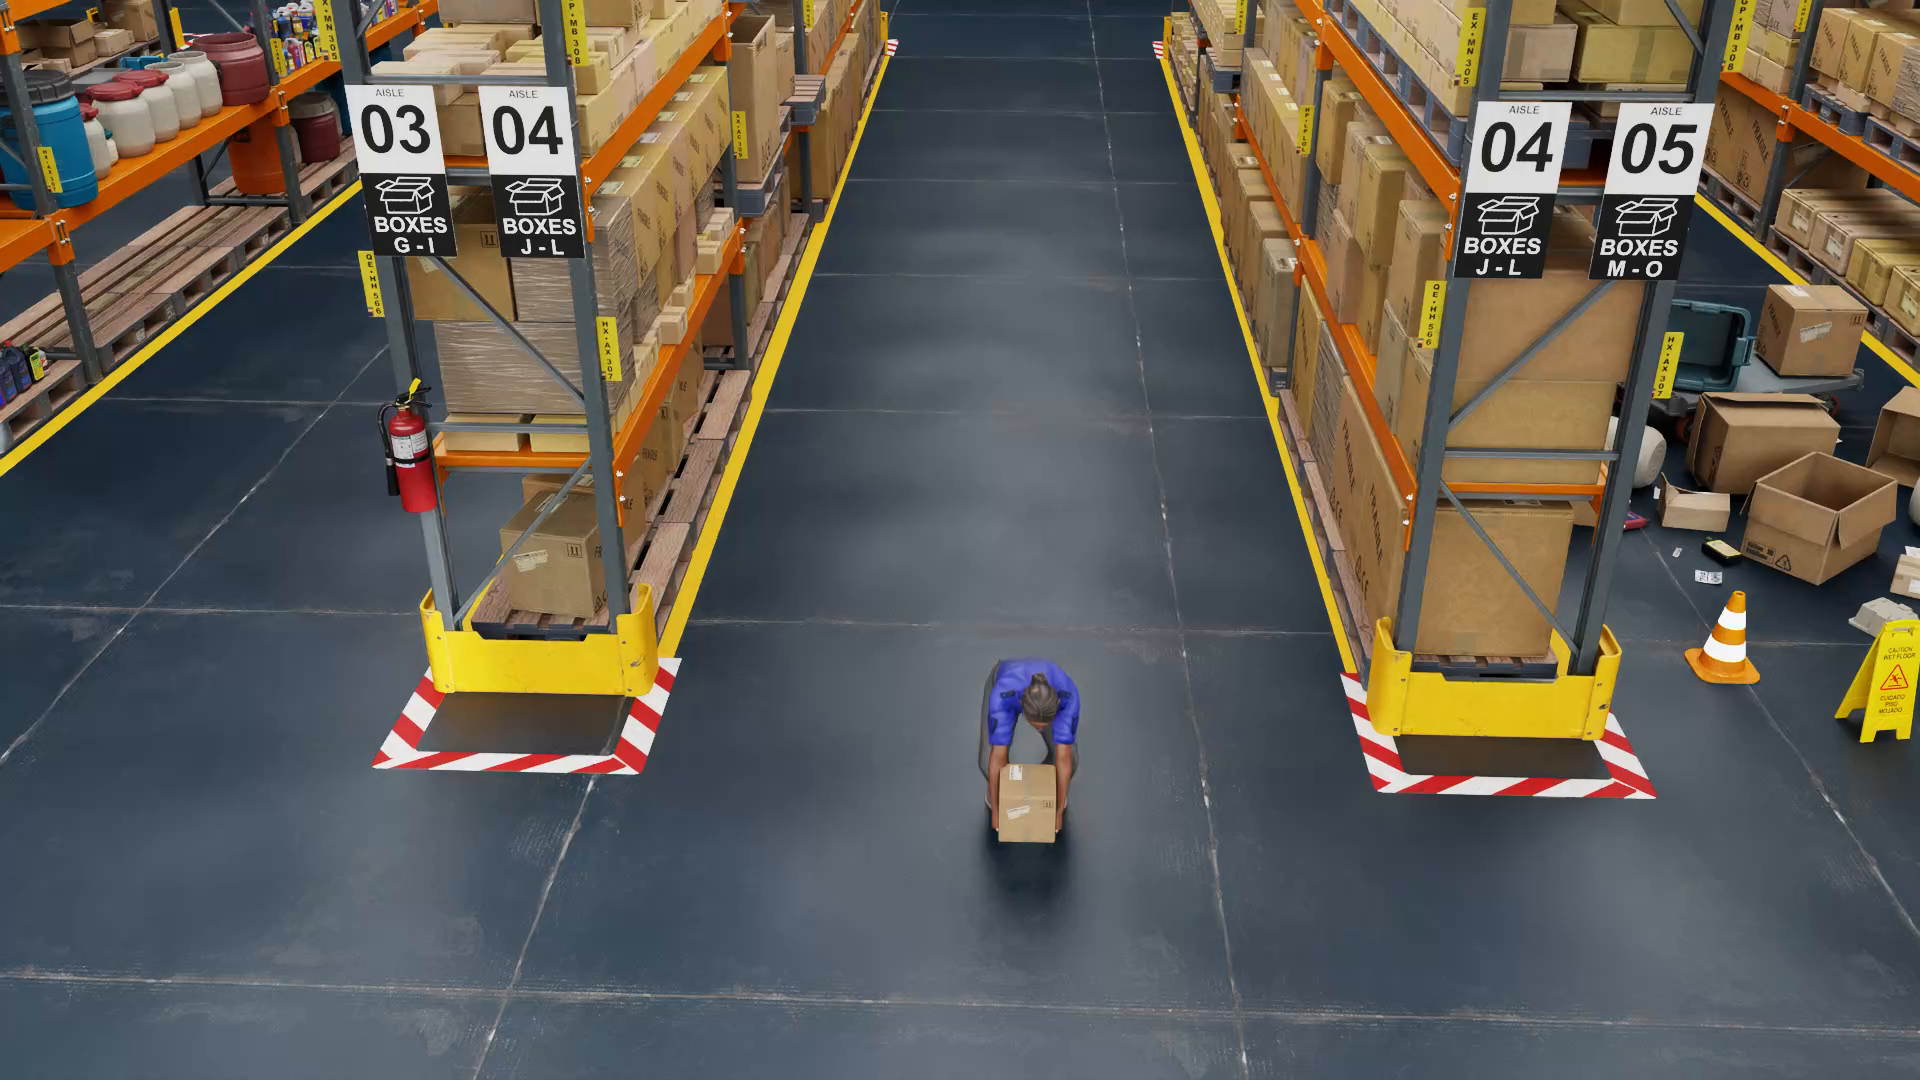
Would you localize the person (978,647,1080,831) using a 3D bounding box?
[{"bbox_3d":[0.320,0.904,7.707,0.472,0.938,0.851,0,28,0],"label":"person"}]
